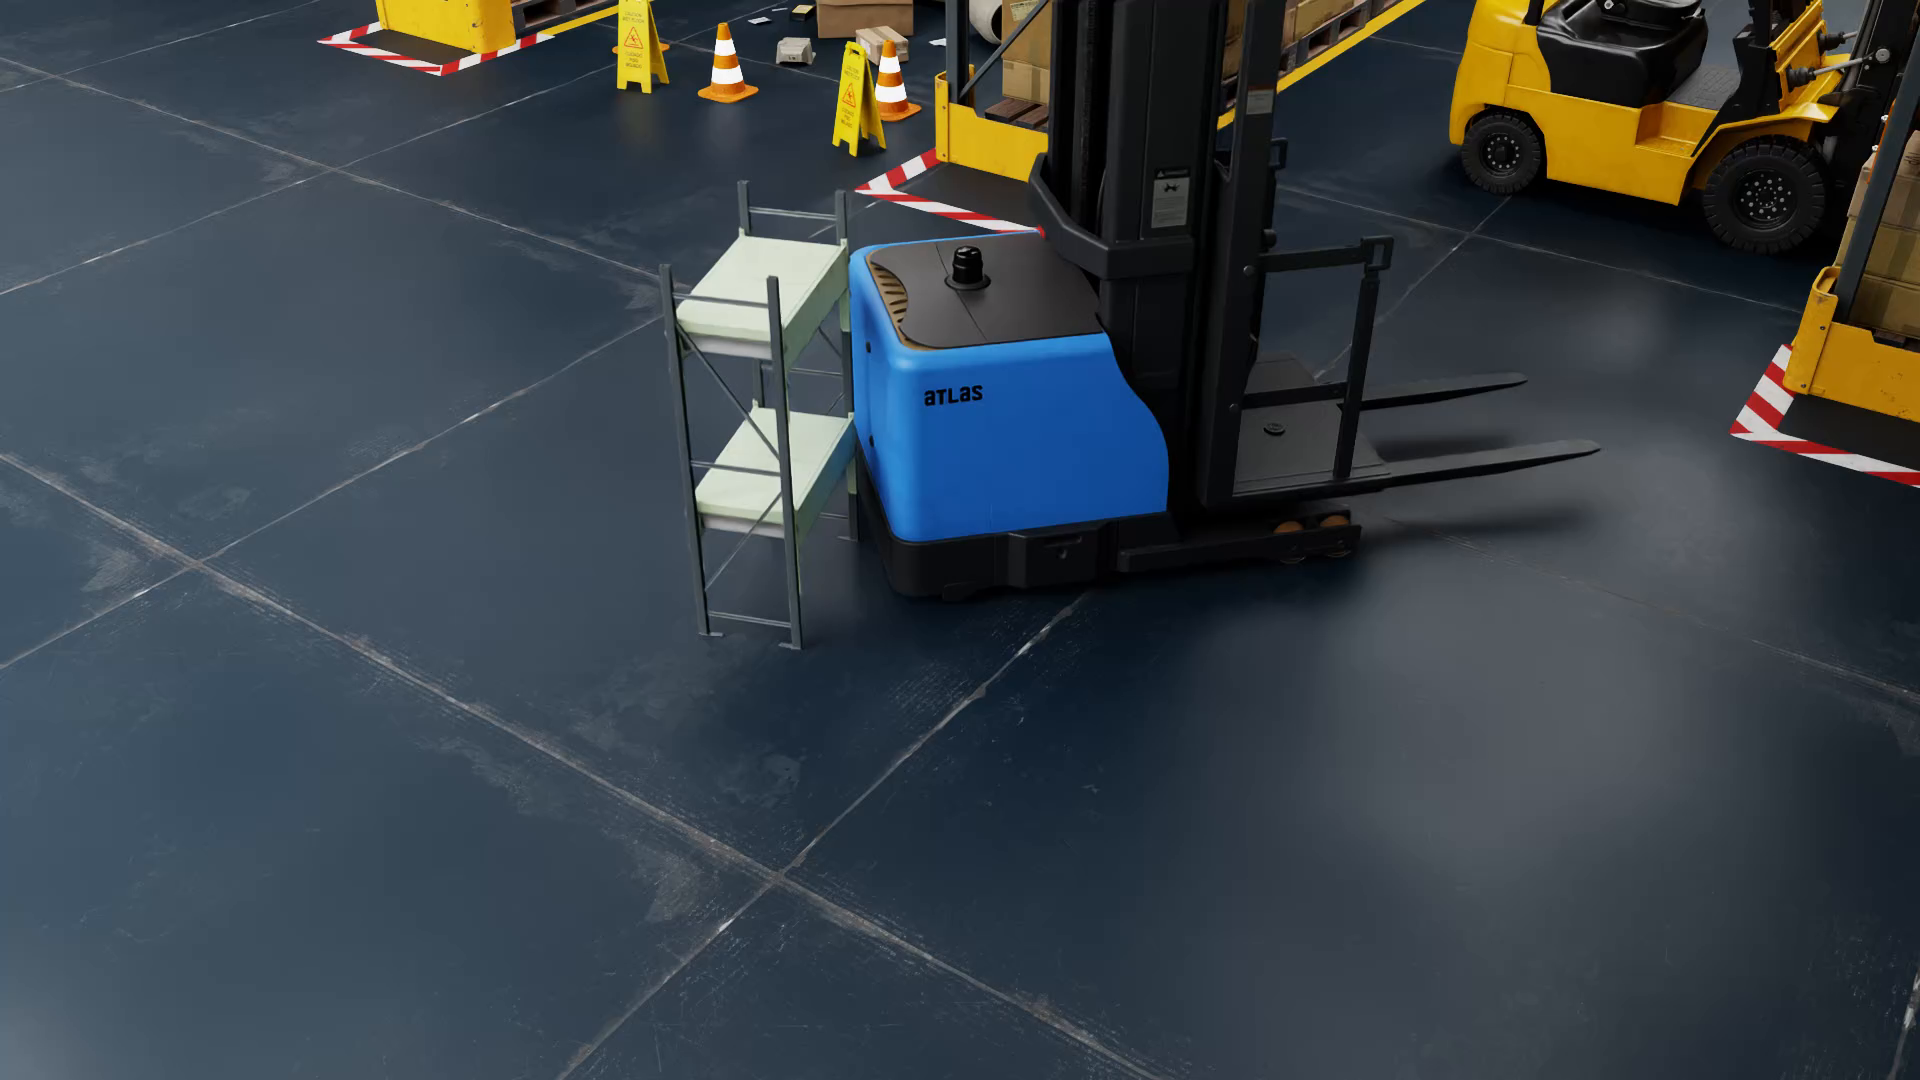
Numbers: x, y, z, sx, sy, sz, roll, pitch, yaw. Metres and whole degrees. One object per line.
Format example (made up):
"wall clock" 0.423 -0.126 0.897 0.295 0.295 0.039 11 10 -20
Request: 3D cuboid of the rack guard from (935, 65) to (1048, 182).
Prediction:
"rack guard" 0.403 -2.446 9.920 1.175 0.500 0.348 21 39 28

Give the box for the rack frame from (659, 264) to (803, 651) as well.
"rack frame" -0.778 -0.244 5.771 0.400 1.500 0.023 8 35 11

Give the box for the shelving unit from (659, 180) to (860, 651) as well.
"shelving unit" -0.691 -0.443 6.066 0.431 1.500 0.755 8 35 11

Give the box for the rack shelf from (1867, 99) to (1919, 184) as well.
"rack shelf" 5.580 -2.485 8.389 1.077 0.370 4.000 21 39 28

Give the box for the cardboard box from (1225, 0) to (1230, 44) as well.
"cardboard box" 1.354 -3.328 10.404 0.500 0.500 0.500 20 39 27

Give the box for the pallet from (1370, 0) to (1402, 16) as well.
"pallet" 3.083 -4.491 13.202 1.003 0.211 1.213 21 39 28

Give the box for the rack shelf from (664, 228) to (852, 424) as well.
"rack shelf" -0.691 -0.766 5.847 0.431 0.370 0.720 8 35 11

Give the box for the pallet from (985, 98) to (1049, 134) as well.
"pallet" 0.895 -2.689 10.537 1.003 0.211 1.213 21 39 28

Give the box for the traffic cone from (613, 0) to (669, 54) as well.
"traffic cone" -2.295 -3.721 11.839 0.336 0.463 0.334 21 39 28

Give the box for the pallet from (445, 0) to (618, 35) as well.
"pallet" -3.373 -4.219 12.800 1.003 0.211 1.213 21 39 28

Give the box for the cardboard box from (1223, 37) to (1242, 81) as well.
"cardboard box" 1.645 -3.252 10.960 0.500 0.250 0.500 24 41 31

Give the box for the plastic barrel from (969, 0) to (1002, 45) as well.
"plastic barrel" 0.294 -3.813 12.011 0.421 0.421 0.512 -9 35 -13

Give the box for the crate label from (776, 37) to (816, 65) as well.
"crate label" -1.163 -3.450 11.729 0.250 0.136 0.298 3 34 4

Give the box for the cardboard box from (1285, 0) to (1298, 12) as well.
"cardboard box" 1.945 -3.805 11.109 0.500 0.500 0.500 24 41 31

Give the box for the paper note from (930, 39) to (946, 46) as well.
"paper note" -0.129 -3.625 12.094 0.142 0.019 0.148 -22 40 -29

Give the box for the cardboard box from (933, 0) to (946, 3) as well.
"cardboard box" -0.192 -4.518 12.861 0.797 0.637 0.503 21 39 28

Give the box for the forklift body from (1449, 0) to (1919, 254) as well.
"forklift body" 4.022 -2.966 9.216 2.313 2.155 1.214 21 39 28

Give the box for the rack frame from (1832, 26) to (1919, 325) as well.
"rack frame" 4.440 -1.863 6.827 1.000 3.000 0.127 21 39 28

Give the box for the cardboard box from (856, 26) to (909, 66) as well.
"cardboard box" -0.553 -3.513 11.813 0.250 0.149 0.380 -15 37 -21

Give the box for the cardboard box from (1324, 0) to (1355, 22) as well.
"cardboard box" 2.524 -3.964 12.014 0.500 0.250 0.500 23 40 30

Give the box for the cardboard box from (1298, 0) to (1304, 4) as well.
"cardboard box" 2.235 -4.040 11.457 0.500 0.500 0.500 22 40 29

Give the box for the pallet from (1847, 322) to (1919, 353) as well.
"pallet" 4.841 -1.073 8.148 1.003 0.211 1.213 21 39 28

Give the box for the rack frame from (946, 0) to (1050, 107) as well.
"rack frame" 0.360 -3.446 9.168 1.000 3.000 0.127 21 39 28

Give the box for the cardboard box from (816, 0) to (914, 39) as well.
"cardboard box" -0.719 -4.029 12.259 0.797 0.503 0.637 -3 34 -4

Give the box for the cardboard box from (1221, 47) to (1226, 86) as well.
"cardboard box" 1.344 -2.997 10.583 0.500 0.250 0.500 23 40 30

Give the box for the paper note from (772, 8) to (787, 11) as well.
"paper note" -1.384 -4.072 12.763 0.123 0.001 0.032 -15 37 -21

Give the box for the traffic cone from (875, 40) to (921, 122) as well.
"traffic cone" -0.455 -3.005 10.781 0.336 0.463 0.334 21 39 28

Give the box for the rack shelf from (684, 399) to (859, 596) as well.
"rack shelf" -0.691 -0.173 6.248 0.431 0.370 0.720 8 35 11

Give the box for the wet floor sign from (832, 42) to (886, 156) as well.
"wet floor sign" -0.628 -2.725 10.204 0.232 0.644 0.267 -22 40 -29

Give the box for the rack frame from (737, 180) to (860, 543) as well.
"rack frame" -0.603 -0.642 6.360 0.400 1.500 0.023 8 35 11

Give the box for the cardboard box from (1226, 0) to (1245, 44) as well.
"cardboard box" 1.647 -3.556 10.741 0.500 0.500 0.500 22 40 29

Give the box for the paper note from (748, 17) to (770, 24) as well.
"paper note" -1.499 -3.910 12.507 0.142 0.017 0.144 -22 40 -29

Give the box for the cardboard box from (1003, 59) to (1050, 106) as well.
"cardboard box" 0.613 -2.950 10.515 0.500 0.250 0.500 21 39 28

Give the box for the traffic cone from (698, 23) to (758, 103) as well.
"traffic cone" -1.561 -3.203 11.074 0.336 0.463 0.334 21 39 28

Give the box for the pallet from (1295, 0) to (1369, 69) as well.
"pallet" 2.286 -3.812 12.198 1.003 0.211 1.213 21 39 28

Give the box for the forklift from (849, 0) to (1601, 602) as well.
"forklift" 1.116 -1.401 6.206 3.031 2.935 1.130 -7 35 -11

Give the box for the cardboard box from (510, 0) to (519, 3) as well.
"cardboard box" -3.432 -4.608 12.408 0.875 0.875 0.875 21 40 28

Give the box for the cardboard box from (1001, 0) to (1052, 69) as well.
"cardboard box" 0.602 -3.244 10.279 0.500 0.500 0.500 22 40 28

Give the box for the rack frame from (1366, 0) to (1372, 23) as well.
"rack frame" 2.640 -5.287 11.891 1.000 3.000 0.127 21 39 28

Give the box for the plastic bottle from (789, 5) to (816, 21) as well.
"plastic bottle" -1.189 -4.013 12.630 0.133 0.061 0.283 8 35 12

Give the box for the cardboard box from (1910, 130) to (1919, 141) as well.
"cardboard box" 4.732 -1.860 8.010 0.500 0.250 0.500 22 40 29

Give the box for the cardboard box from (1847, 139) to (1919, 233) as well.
"cardboard box" 4.446 -1.623 7.660 0.500 0.250 0.500 23 40 30

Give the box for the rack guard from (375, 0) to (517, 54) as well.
"rack guard" -3.778 -3.934 12.122 1.175 0.500 0.348 21 39 28

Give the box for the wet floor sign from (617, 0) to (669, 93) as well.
"wet floor sign" -2.154 -3.360 11.142 0.267 0.644 0.232 14 37 20

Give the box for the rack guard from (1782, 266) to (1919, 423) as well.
"rack guard" 4.426 -0.816 7.510 1.175 0.500 0.348 21 39 28

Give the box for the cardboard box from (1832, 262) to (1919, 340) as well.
"cardboard box" 4.448 -1.215 7.948 0.500 0.250 0.500 22 40 28

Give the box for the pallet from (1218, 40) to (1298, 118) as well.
"pallet" 1.591 -3.248 11.364 1.003 0.211 1.213 21 39 28

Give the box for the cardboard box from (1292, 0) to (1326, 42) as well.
"cardboard box" 2.229 -3.716 11.647 0.500 0.250 0.500 20 39 27

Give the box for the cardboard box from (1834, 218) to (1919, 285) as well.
"cardboard box" 4.460 -1.428 7.818 0.500 0.250 0.500 21 39 28

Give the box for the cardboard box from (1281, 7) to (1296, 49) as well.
"cardboard box" 1.935 -3.483 11.303 0.500 0.250 0.500 22 40 29
